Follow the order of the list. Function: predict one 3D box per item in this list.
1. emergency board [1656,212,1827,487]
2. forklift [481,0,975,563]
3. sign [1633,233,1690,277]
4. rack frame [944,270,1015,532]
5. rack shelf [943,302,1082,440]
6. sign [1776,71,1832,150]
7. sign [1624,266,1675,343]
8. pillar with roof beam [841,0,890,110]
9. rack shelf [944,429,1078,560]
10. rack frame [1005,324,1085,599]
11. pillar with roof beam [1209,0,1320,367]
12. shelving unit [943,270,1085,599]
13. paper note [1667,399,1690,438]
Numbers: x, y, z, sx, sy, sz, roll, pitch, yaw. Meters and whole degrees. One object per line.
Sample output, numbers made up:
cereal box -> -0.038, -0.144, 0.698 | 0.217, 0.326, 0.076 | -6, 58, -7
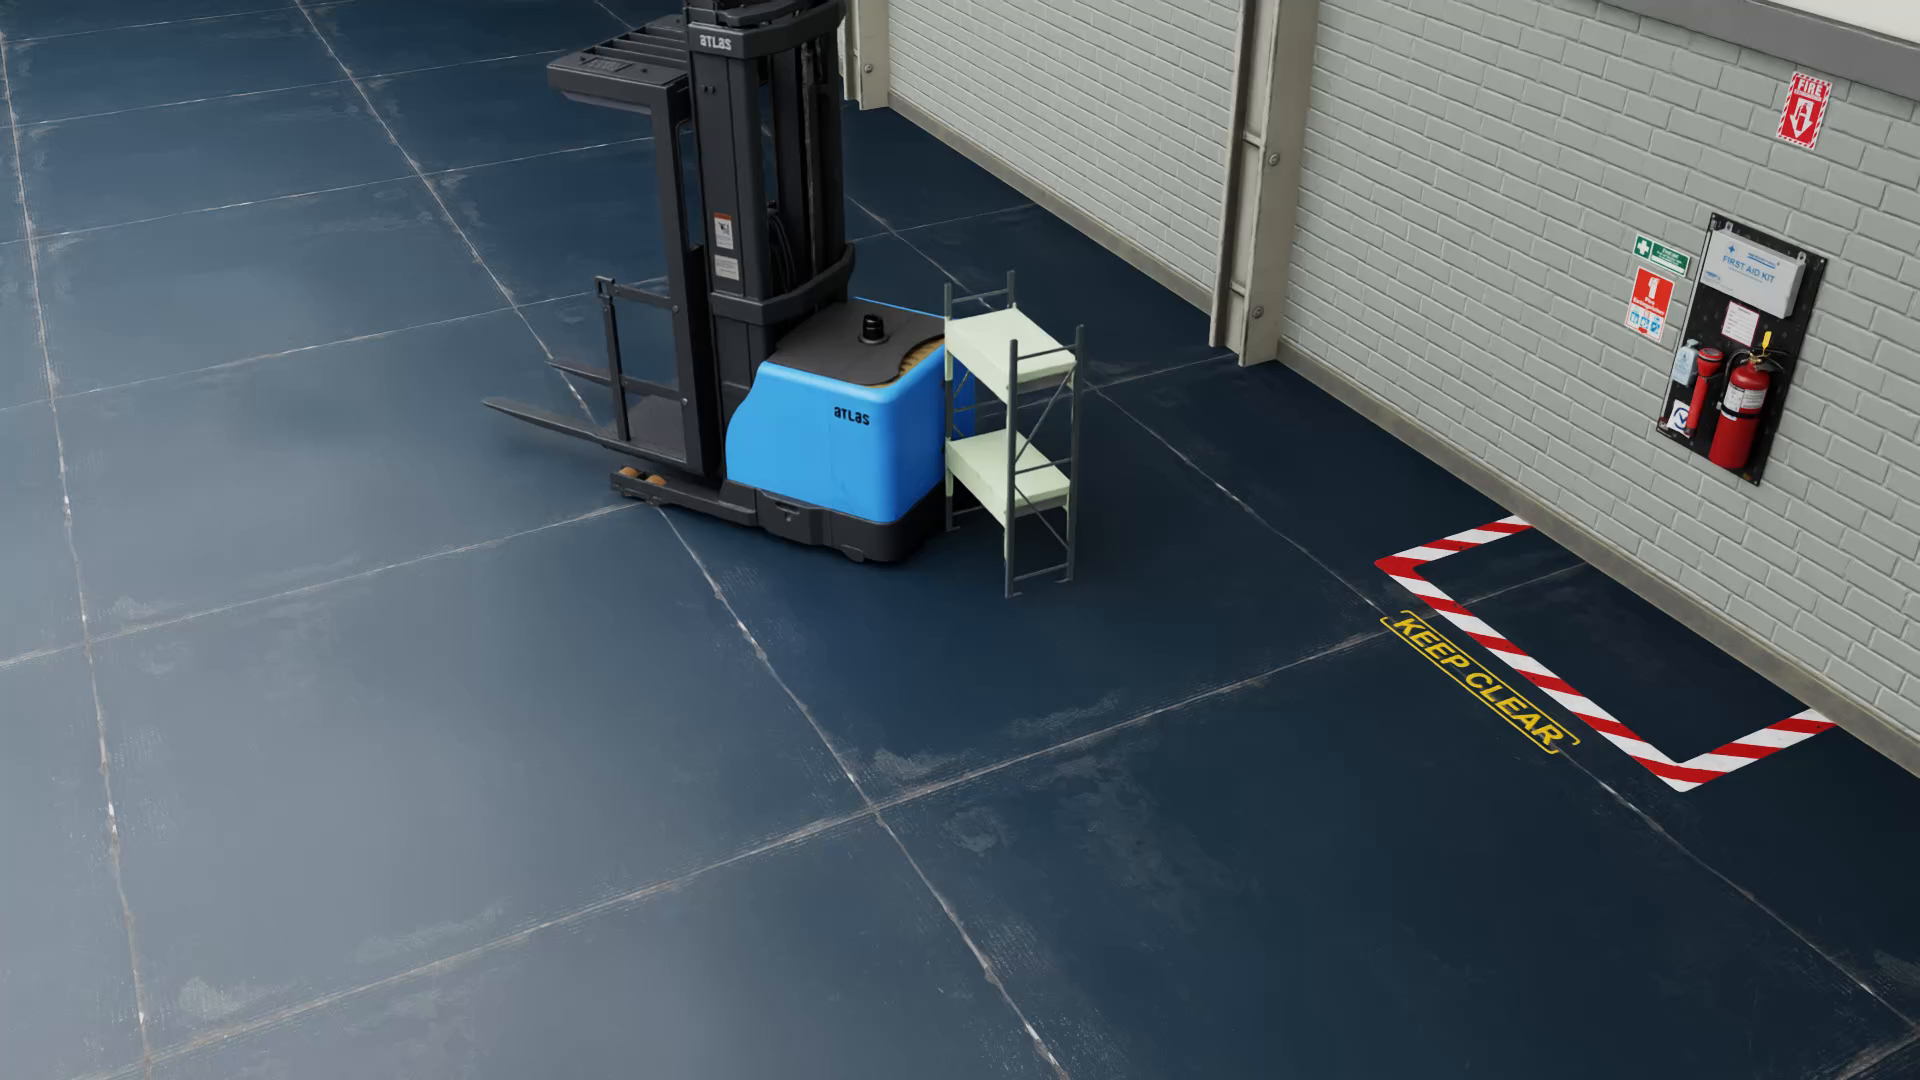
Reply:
emergency board -> 3.602, -0.871, 7.847 | 0.194, 1.169, 0.643 | -16, 36, -23
forklift -> -1.446, -1.670, 9.158 | 3.031, 2.935, 1.130 | 16, 36, 23
sign -> 3.430, -1.394, 8.140 | 0.001, 0.109, 0.331 | -16, 36, -23
rack frame -> 0.103, -0.727, 9.012 | 0.400, 1.500, 0.023 | -15, 35, -22
rack shelf -> 0.264, -0.878, 8.525 | 0.431, 0.370, 0.720 | -15, 35, -22
sign -> 3.687, -1.876, 7.267 | 0.001, 0.298, 0.199 | -16, 36, -23
sign -> 3.436, -1.176, 8.290 | 0.001, 0.329, 0.234 | -16, 36, -23
pillar with roof beam -> -4.683, -6.852, 11.622 | 9.100, 9.000, 0.400 | -16, 36, -23
rack shelf -> 0.264, -0.275, 8.911 | 0.431, 0.370, 0.720 | -15, 35, -22
rack frame -> 0.424, -0.372, 8.458 | 0.400, 1.500, 0.023 | -15, 35, -22
pillar with roof beam -> -1.885, -3.989, 7.152 | 9.100, 9.000, 0.400 | -16, 36, -23
shelving unit -> 0.264, -0.549, 8.735 | 0.431, 1.500, 0.755 | -15, 35, -22
paper note -> 3.581, -0.602, 8.244 | 0.016, 0.148, 0.142 | -16, 36, -23
